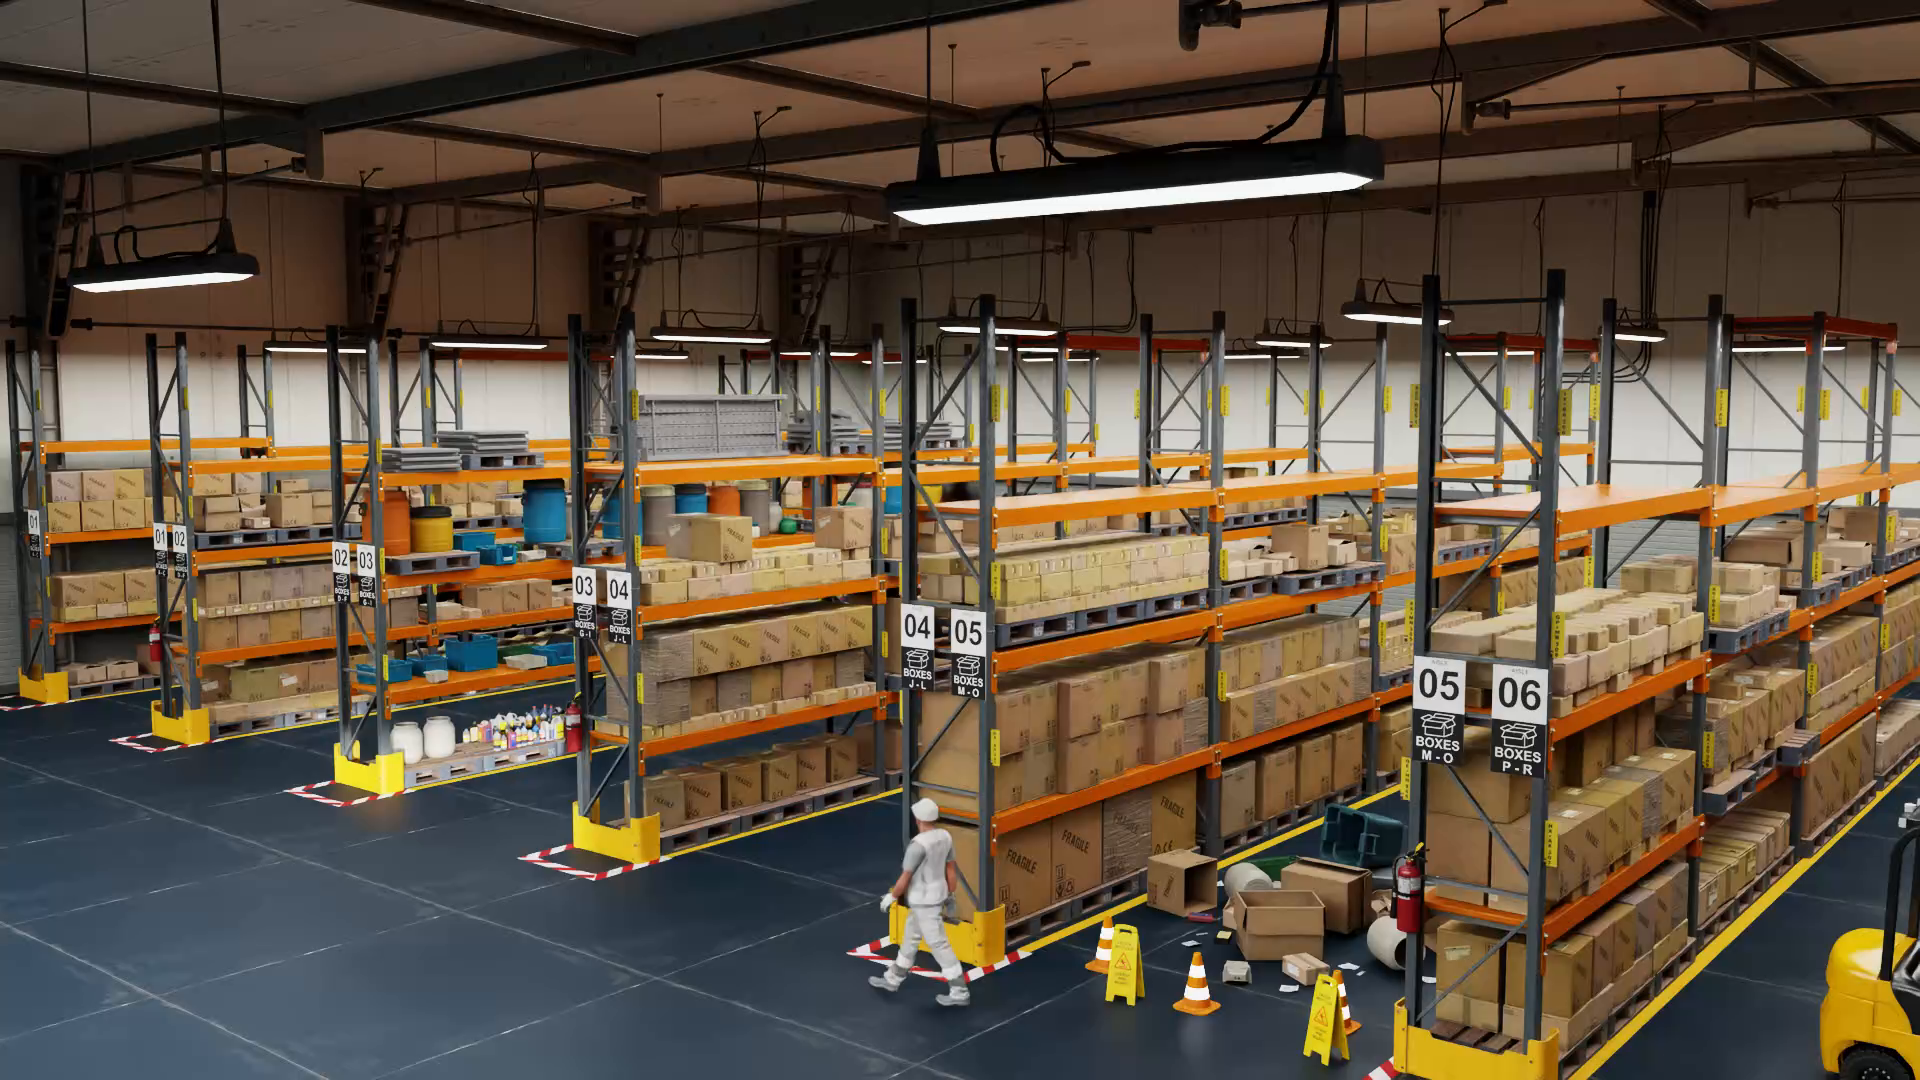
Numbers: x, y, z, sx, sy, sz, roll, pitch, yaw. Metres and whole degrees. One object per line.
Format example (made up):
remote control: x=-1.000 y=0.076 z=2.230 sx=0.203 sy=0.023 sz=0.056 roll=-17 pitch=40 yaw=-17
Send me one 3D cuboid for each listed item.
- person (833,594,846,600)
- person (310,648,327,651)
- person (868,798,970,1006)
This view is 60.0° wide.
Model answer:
person: x=-2.295 y=1.411 z=32.535 sx=0.465 sy=1.678 sz=0.444 roll=-5 pitch=7 yaw=-42
person: x=-11.504 y=1.615 z=29.590 sx=0.479 sy=1.793 sz=0.559 roll=-1 pitch=5 yaw=-15
person: x=-0.379 y=3.013 z=13.957 sx=0.966 sy=1.740 sz=0.519 roll=1 pitch=5 yaw=15
